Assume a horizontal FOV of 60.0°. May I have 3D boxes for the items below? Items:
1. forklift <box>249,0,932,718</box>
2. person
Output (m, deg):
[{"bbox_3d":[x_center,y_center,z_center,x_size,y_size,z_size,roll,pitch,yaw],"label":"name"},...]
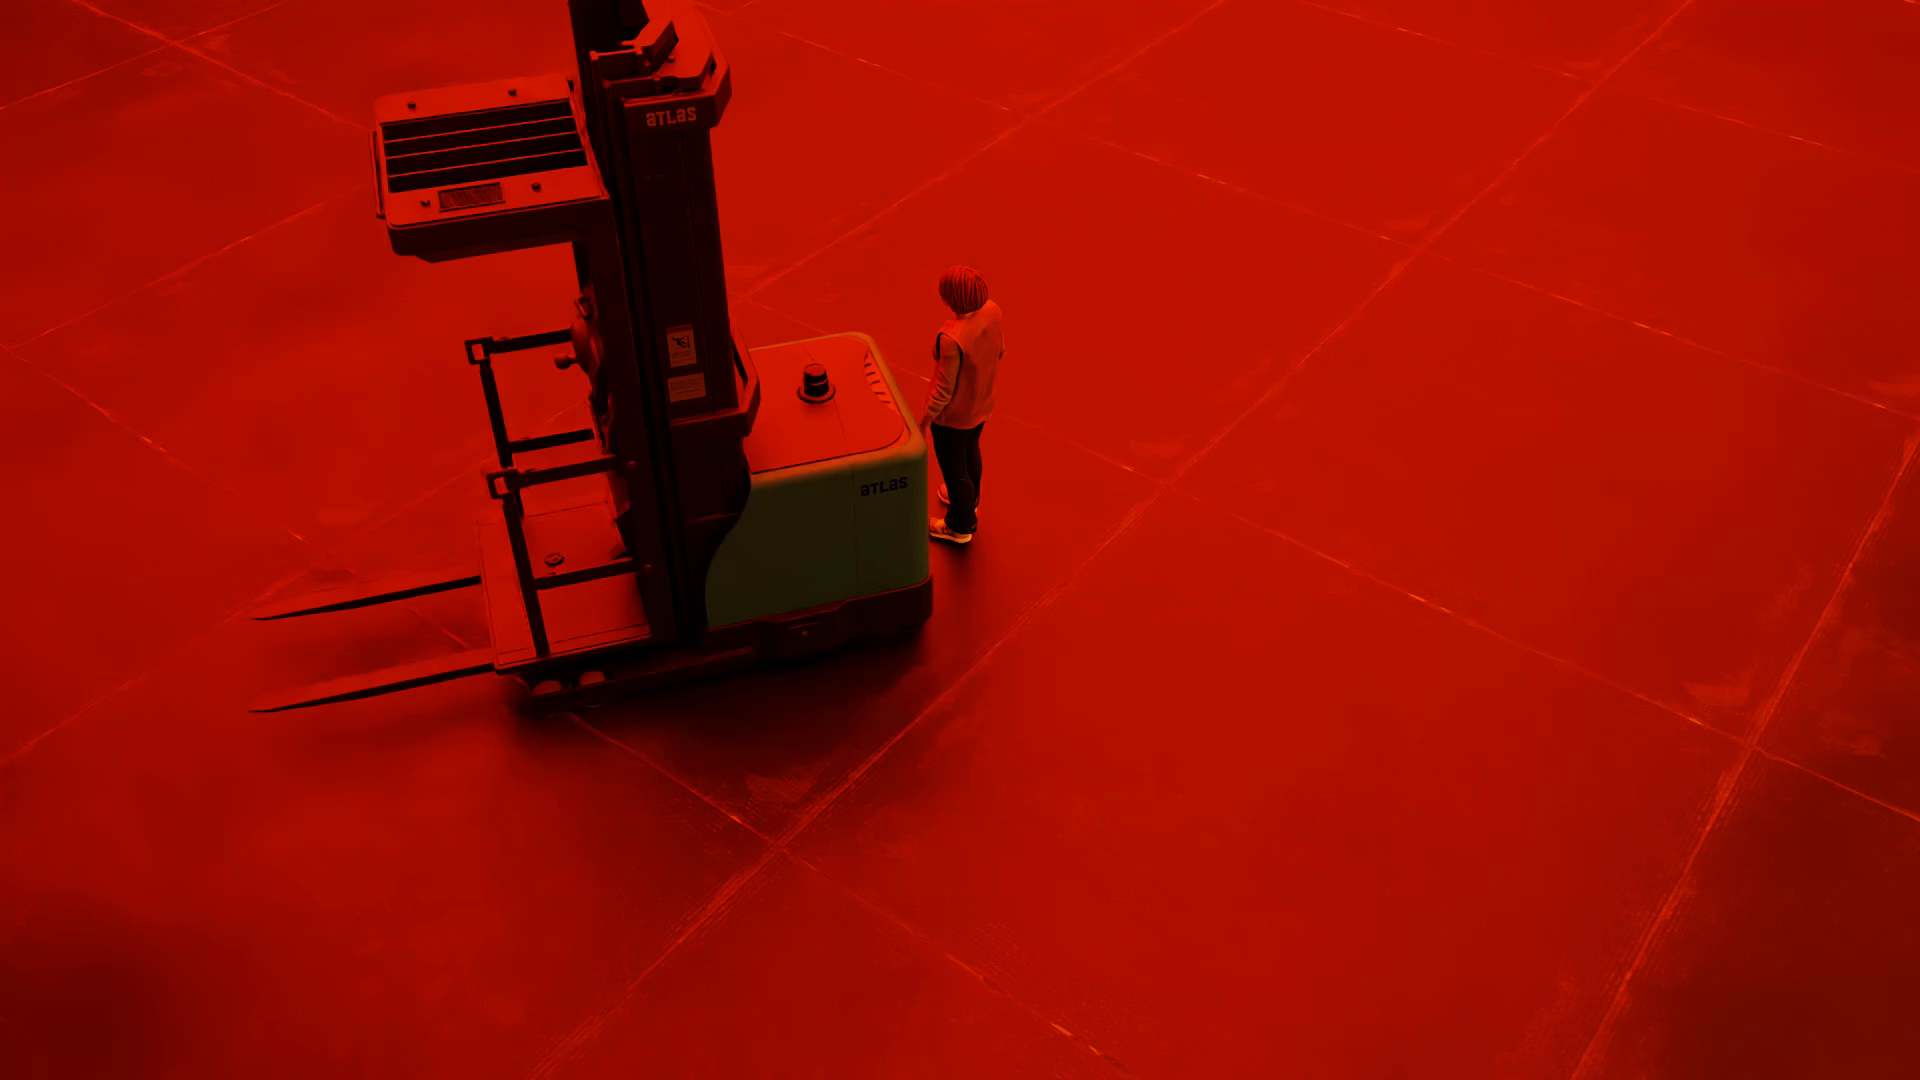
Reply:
[{"bbox_3d":[-1.705,-0.713,6.911,3.031,2.935,1.130,-12,42,-13],"label":"forklift"},{"bbox_3d":[-0.050,-0.650,7.853,0.476,1.597,0.520,26,47,28],"label":"person"}]
